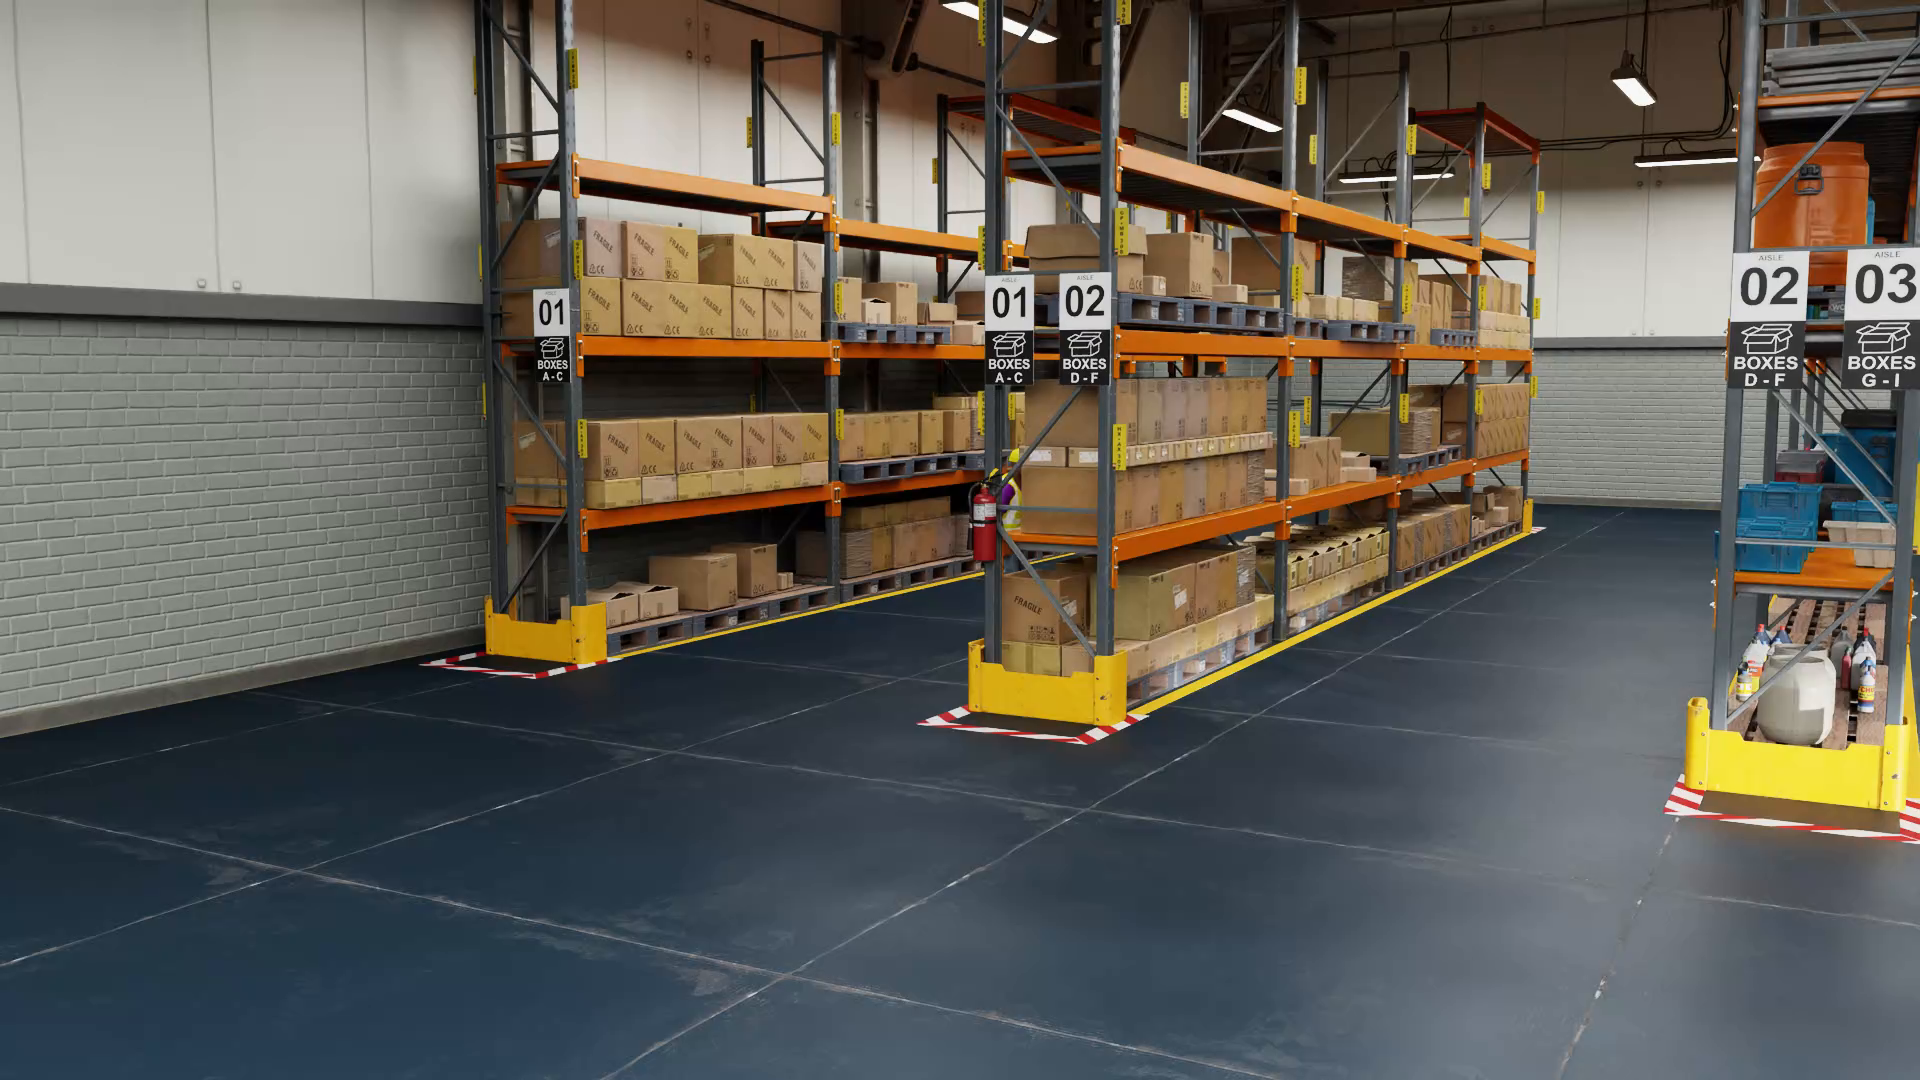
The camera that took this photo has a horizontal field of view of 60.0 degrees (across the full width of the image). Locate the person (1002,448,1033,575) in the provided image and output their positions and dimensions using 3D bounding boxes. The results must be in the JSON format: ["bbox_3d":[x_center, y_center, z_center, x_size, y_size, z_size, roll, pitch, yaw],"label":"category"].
[{"bbox_3d":[0.525,-0.008,16.126,0.456,1.761,0.627,3,7,29],"label":"person"}]
